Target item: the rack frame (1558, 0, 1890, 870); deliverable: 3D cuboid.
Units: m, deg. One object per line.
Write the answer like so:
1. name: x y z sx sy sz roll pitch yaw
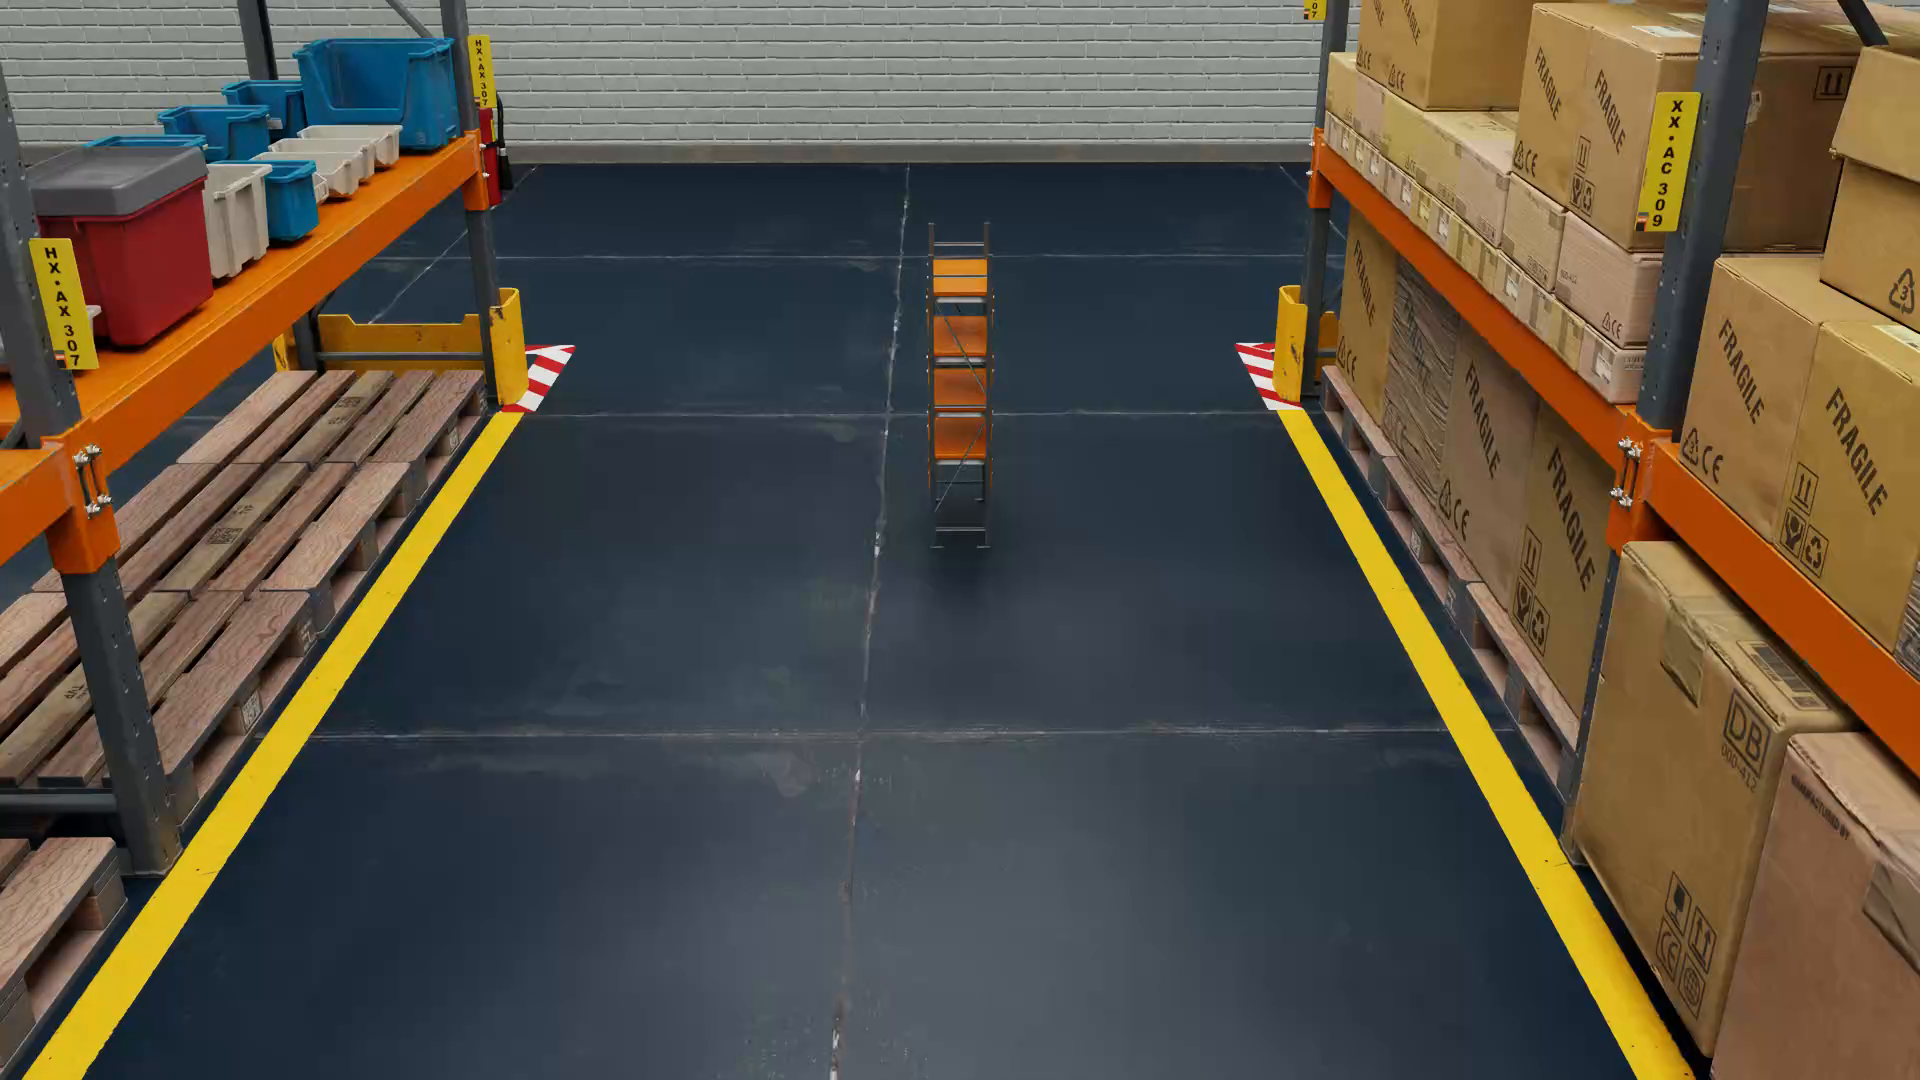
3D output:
1. rack frame: 2.229 -0.465 4.138 1.000 3.000 0.127 0 24 -1

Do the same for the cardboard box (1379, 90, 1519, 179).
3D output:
1. cardboard box: 1.935 -1.560 6.380 0.500 0.250 0.500 -1 24 -2

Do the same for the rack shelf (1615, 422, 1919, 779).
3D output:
1. rack shelf: 2.251 0.687 2.464 1.077 0.370 4.000 0 24 -1

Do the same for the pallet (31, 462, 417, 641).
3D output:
1. pallet: -2.787 0.021 6.447 1.003 0.211 1.213 0 24 -1

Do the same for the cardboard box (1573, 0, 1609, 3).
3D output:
1. cardboard box: 2.453 -2.322 7.156 0.500 0.500 0.500 0 24 0

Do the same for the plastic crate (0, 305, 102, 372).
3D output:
1. plastic crate: -2.586 -0.542 4.556 0.396 0.136 0.243 0 24 -1

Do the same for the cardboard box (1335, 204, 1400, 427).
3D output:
1. cardboard box: 2.272 -1.073 7.551 0.875 0.875 0.875 0 24 -1

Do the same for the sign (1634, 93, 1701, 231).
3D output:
1. sign: 1.674 -0.892 3.936 0.100 0.325 0.005 0 24 -1

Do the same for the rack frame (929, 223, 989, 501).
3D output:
1. rack frame: -0.004 -0.715 6.876 0.240 1.200 0.015 0 24 -1

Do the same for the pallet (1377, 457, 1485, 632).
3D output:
1. pallet: 2.283 -0.012 6.520 1.003 0.211 1.213 0 24 -1

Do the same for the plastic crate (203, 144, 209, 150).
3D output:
1. plastic crate: -3.166 -1.483 6.636 0.250 0.136 0.298 0 24 -1

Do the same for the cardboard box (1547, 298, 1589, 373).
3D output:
1. cardboard box: 1.895 -0.581 4.699 0.380 0.149 0.250 0 24 0

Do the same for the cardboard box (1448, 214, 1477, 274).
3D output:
1. cardboard box: 1.883 -1.004 5.635 0.380 0.149 0.250 -1 24 -1

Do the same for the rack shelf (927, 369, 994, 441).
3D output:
1. rack shelf: -0.002 -0.554 6.681 0.258 0.148 0.480 0 24 -1

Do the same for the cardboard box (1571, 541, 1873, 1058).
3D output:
1. cardboard box: 2.256 0.576 3.906 1.225 0.875 0.875 0 24 0

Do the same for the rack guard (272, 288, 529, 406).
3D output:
1. rack guard: -2.781 -0.962 8.270 1.175 0.500 0.348 0 24 -1

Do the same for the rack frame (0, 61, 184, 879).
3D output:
1. rack frame: -2.724 -0.443 4.089 1.000 3.000 0.127 0 24 -1

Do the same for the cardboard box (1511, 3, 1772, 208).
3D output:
1. cardboard box: 1.955 -1.268 4.826 0.500 0.500 0.500 0 24 0

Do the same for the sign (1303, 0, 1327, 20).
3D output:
1. sign: 1.630 -2.544 7.587 0.100 0.325 0.005 0 24 -1

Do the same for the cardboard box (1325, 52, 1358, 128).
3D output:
1. cardboard box: 1.920 -1.981 7.312 0.500 0.250 0.500 -1 24 -2

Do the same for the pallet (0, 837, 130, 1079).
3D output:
1. pallet: -2.757 1.146 3.960 1.003 0.211 1.213 0 24 -1

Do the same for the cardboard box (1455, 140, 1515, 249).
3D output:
1. cardboard box: 1.948 -1.136 5.444 0.500 0.250 0.500 0 24 1

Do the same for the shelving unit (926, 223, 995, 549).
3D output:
1. shelving unit: -0.002 -0.615 6.654 0.258 1.200 0.503 0 24 -1

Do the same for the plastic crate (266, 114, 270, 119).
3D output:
1. plastic crate: -3.173 -1.762 7.254 0.250 0.136 0.298 0 24 -1

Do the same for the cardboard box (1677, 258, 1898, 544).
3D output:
1. cardboard box: 1.984 -0.320 3.696 0.500 0.500 0.500 0 24 0

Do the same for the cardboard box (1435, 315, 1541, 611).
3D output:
1. cardboard box: 2.292 -0.331 5.911 0.875 0.875 0.875 0 24 -1

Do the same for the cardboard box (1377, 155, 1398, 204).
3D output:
1. cardboard box: 1.872 -1.427 6.571 0.380 0.149 0.250 -1 24 -2

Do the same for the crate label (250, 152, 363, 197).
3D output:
1. crate label: -2.561 -1.429 6.516 0.396 0.136 0.243 0 24 -1

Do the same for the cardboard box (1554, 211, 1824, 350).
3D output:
1. cardboard box: 1.962 -0.713 4.507 0.500 0.250 0.500 -1 24 -2

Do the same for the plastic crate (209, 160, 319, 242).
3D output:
1. plastic crate: -2.489 -1.197 5.887 0.416 0.233 0.300 0 24 -1

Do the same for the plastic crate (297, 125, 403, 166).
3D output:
1. plastic crate: -2.578 -1.663 7.034 0.396 0.136 0.243 0 24 -1

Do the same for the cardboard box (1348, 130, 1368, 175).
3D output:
1. cardboard box: 1.866 -1.640 7.040 0.380 0.149 0.250 -1 24 -2

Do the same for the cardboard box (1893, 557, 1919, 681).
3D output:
1. cardboard box: 1.995 0.094 2.782 0.500 0.500 0.500 -1 24 -2

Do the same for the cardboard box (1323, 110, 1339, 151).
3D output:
1. cardboard box: 1.859 -1.851 7.507 0.380 0.149 0.250 0 24 0

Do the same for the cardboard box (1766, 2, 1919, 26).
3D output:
1. cardboard box: 2.482 -1.275 4.841 0.500 0.500 0.500 0 24 -1

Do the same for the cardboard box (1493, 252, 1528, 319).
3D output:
1. cardboard box: 1.889 -0.792 5.167 0.380 0.149 0.250 0 24 0

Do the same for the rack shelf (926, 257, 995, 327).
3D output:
1. rack shelf: -0.002 -0.973 6.492 0.258 0.148 0.480 0 24 -1

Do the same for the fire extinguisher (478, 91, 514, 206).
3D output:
1. fire extinguisher: -2.315 -1.950 7.968 0.296 0.674 0.183 0 24 -1

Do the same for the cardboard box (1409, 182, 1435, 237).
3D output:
1. cardboard box: 1.877 -1.217 6.106 0.380 0.149 0.250 -1 24 -2

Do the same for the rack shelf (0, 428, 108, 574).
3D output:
1. rack shelf: -2.702 0.709 2.415 1.077 0.370 4.000 0 24 -1

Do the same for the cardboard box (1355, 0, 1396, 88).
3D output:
1. cardboard box: 1.926 -2.117 6.702 0.500 0.500 0.500 -1 24 -2

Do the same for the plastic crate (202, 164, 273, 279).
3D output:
1. plastic crate: -2.556 -1.046 5.494 0.437 0.282 0.530 0 24 -1
